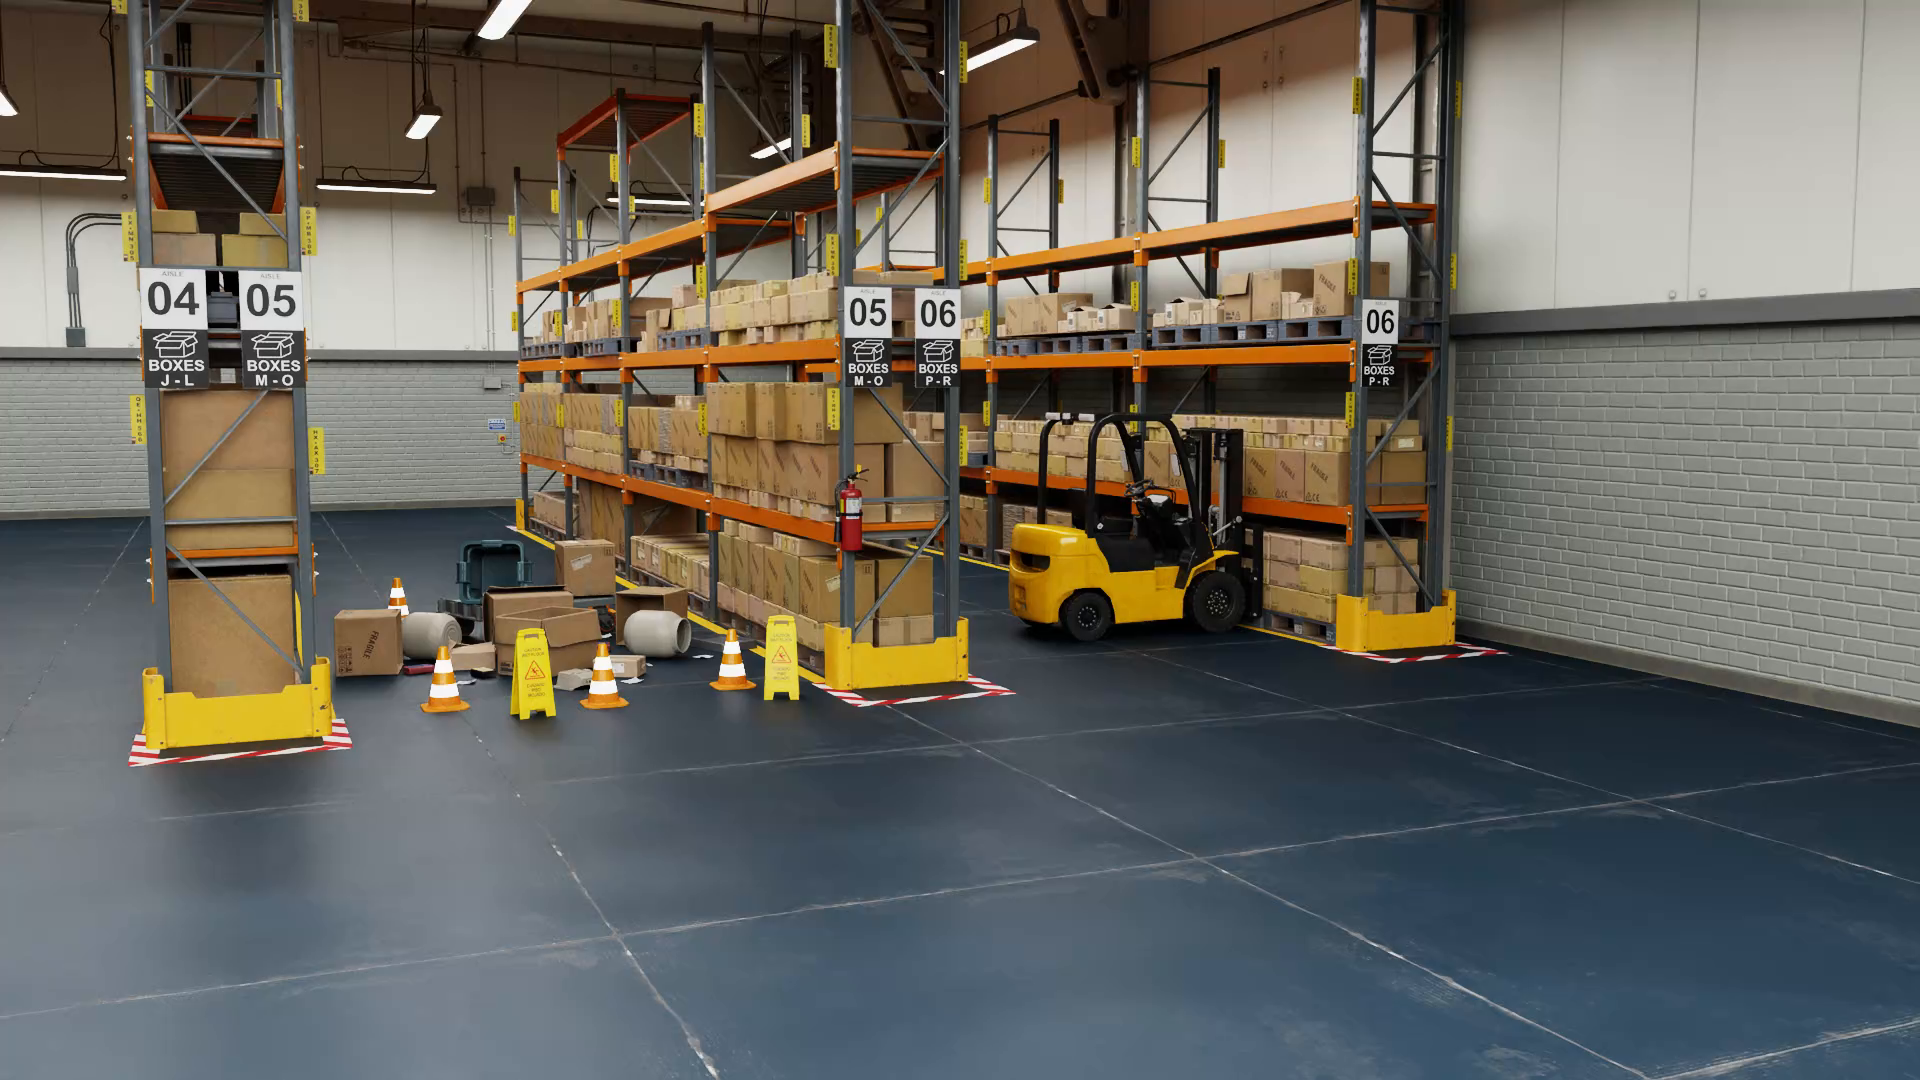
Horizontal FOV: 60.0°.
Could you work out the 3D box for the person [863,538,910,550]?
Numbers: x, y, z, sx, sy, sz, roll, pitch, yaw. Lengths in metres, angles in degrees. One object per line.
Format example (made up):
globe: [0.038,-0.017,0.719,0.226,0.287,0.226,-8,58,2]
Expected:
person: [-0.800,-0.115,17.897,0.634,1.760,0.459,-3,6,-29]
